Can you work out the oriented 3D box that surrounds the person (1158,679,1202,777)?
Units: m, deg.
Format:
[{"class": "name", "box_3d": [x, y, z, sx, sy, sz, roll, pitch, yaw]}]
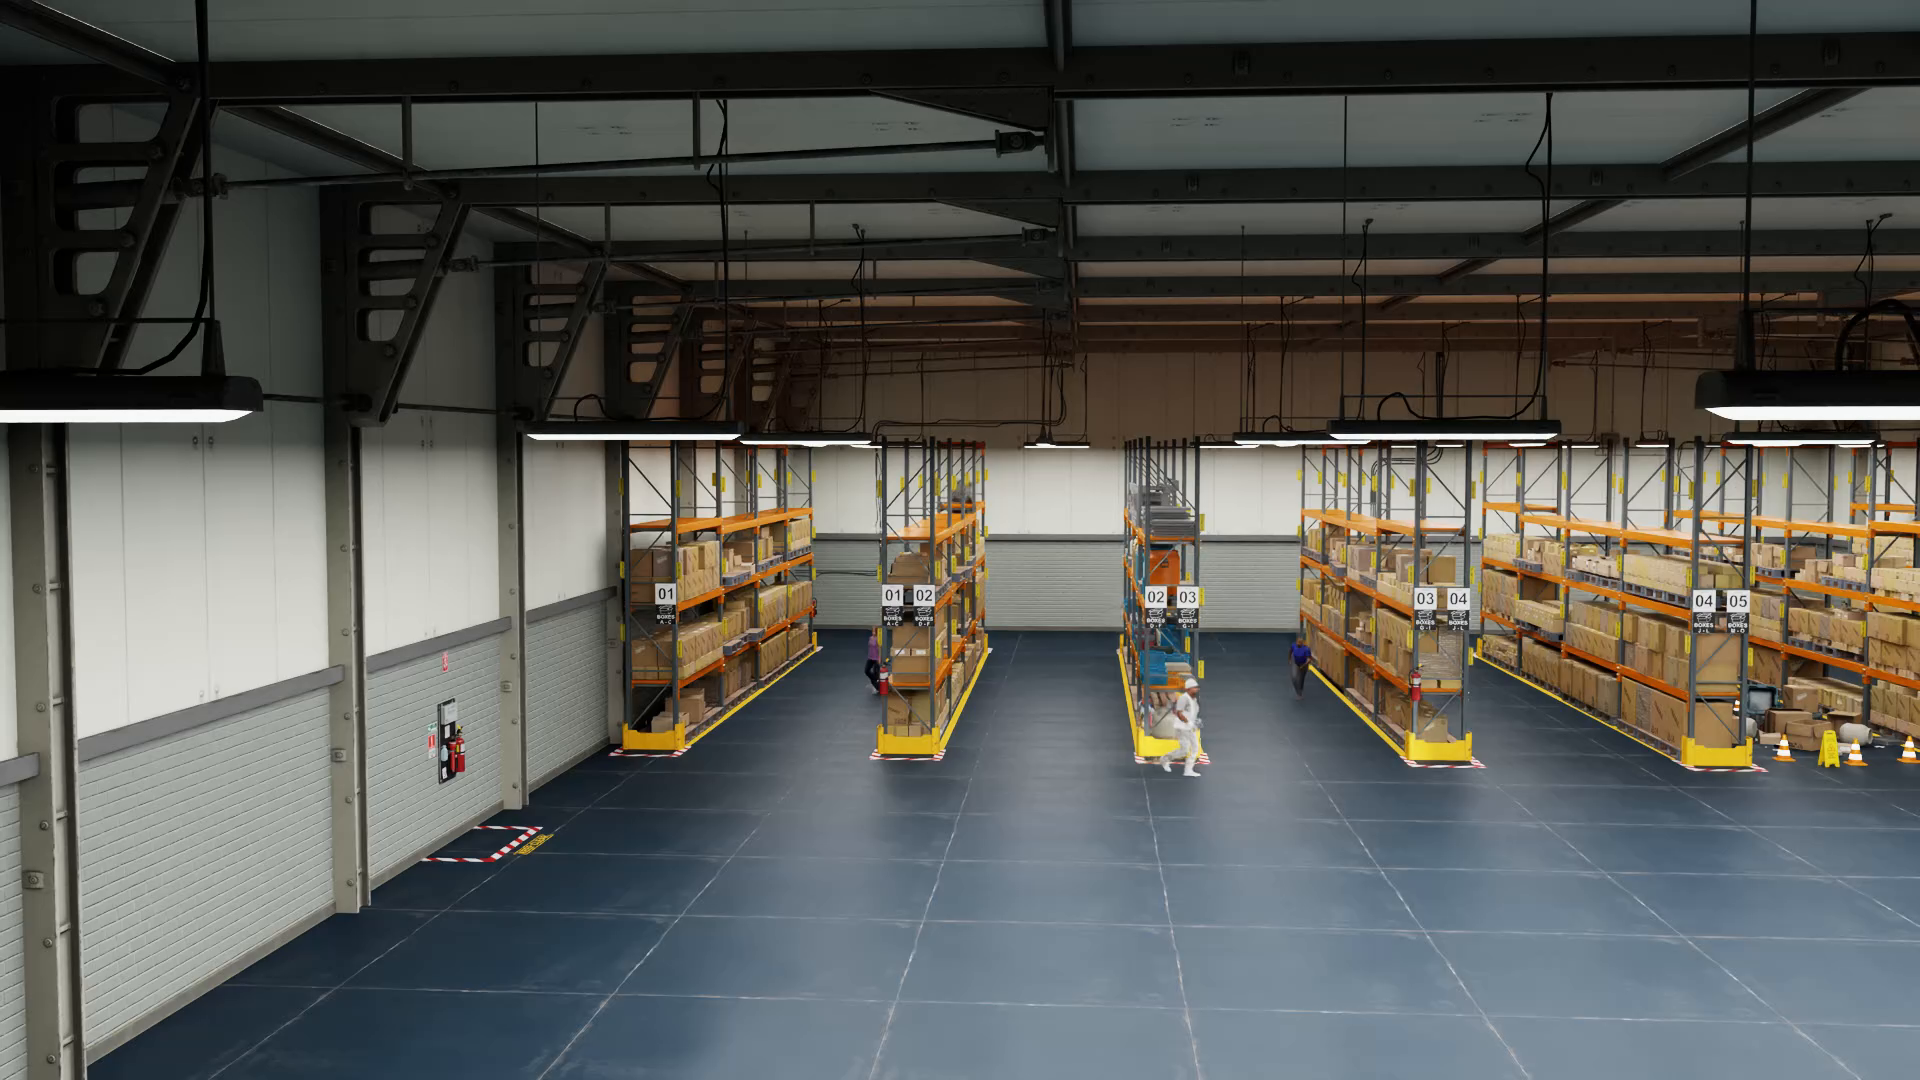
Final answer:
[{"class": "person", "box_3d": [3.878, 3.296, 29.259, 0.756, 1.731, 0.690, 2, 3, 27]}]

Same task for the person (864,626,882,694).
[{"class": "person", "box_3d": [-2.015, 2.830, 39.359, 0.537, 1.611, 0.444, 2, 4, 36]}]

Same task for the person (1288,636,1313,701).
[{"class": "person", "box_3d": [7.852, 2.942, 38.313, 0.587, 1.451, 0.999, 1, 3, 19]}]

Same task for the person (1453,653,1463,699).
[{"class": "person", "box_3d": [11.489, 2.902, 38.558, 0.605, 1.492, 1.021, 1, 3, 15]}]
